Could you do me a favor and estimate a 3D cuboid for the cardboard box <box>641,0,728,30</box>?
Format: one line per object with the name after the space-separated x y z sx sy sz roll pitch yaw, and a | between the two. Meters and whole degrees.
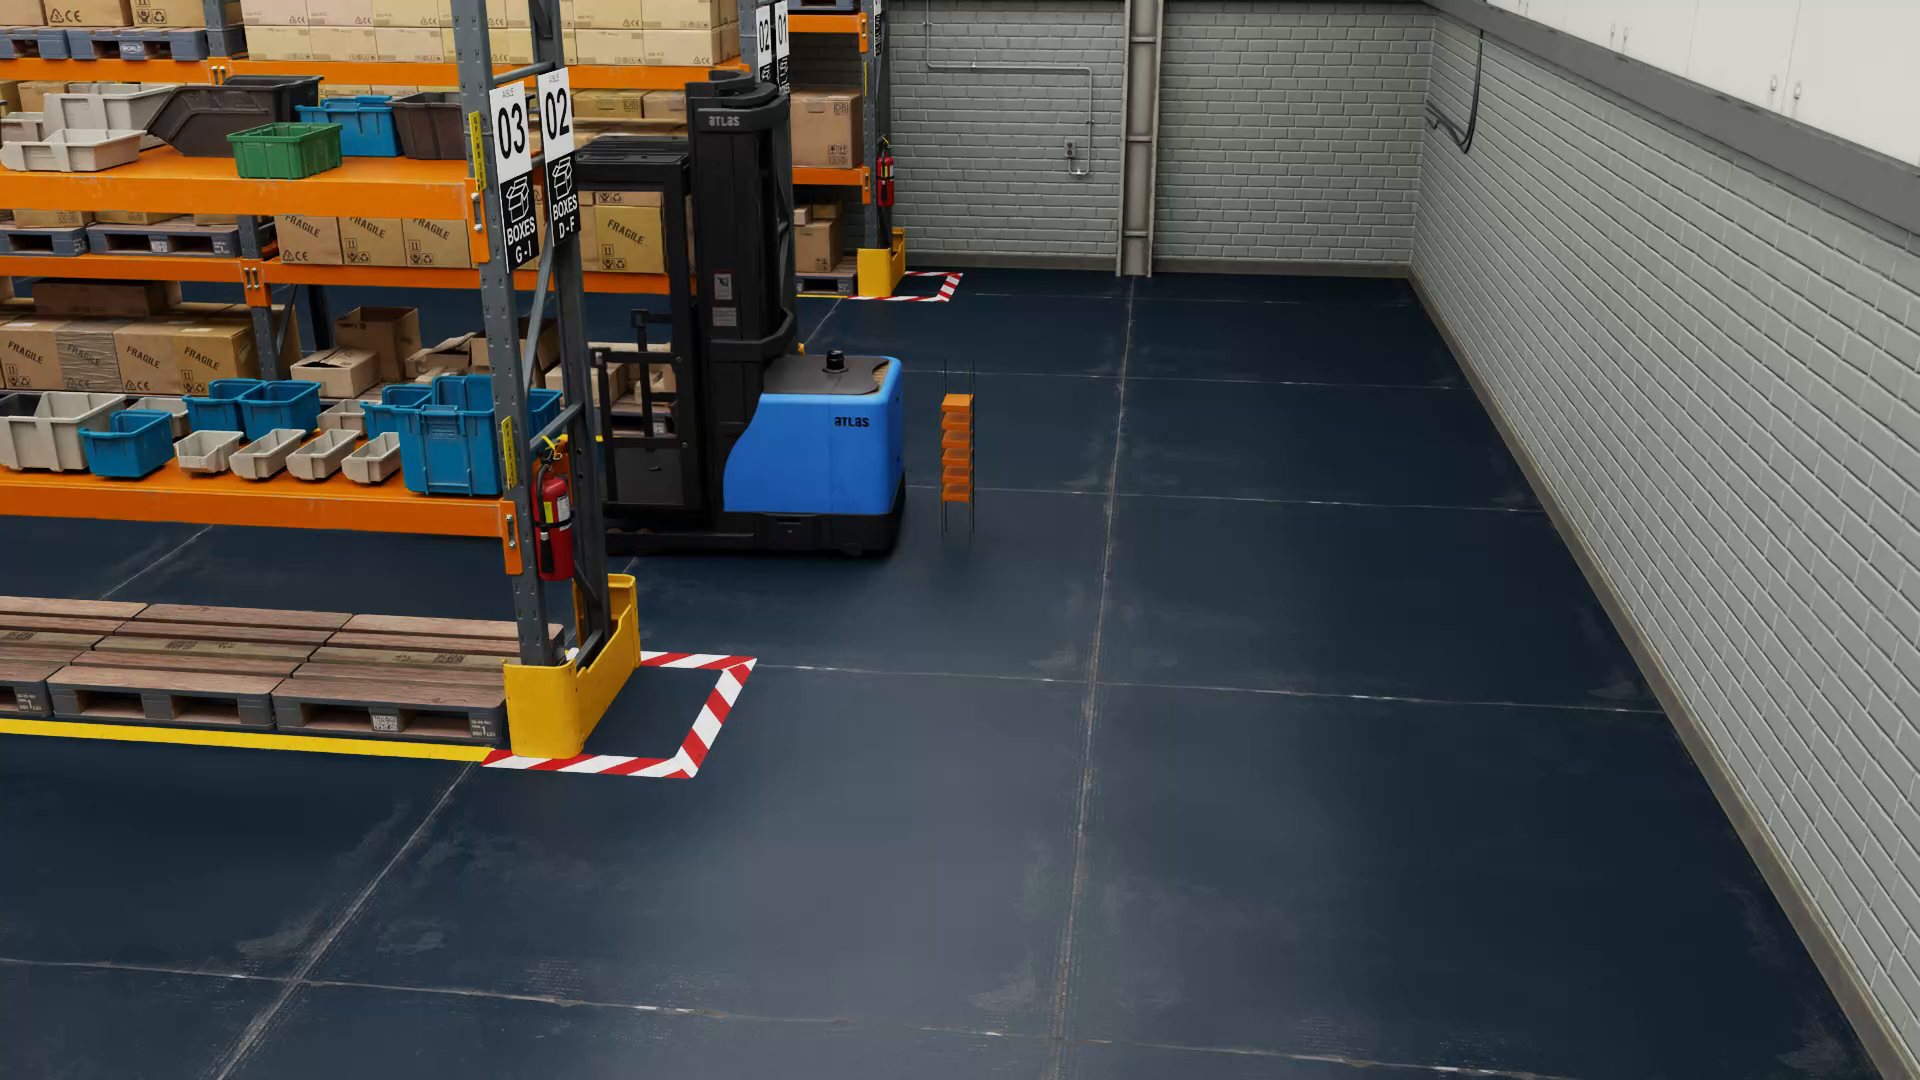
-1.978 -3.822 11.971 0.500 0.250 0.500 2 22 6 | cardboard box

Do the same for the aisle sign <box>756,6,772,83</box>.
-1.406 -3.429 11.998 0.004 0.787 0.394 2 22 6 | aisle sign

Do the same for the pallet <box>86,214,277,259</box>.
-6.190 -2.493 13.428 1.213 0.211 1.003 2 22 6 | pallet

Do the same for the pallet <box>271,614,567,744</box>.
-2.839 0.720 8.831 1.213 0.211 1.003 2 22 6 | pallet

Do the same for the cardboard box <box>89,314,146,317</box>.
-6.888 -1.704 13.971 0.500 0.500 0.500 3 22 7 | cardboard box

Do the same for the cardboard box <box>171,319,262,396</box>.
-5.933 -1.467 13.372 0.500 0.500 0.500 2 22 6 | cardboard box

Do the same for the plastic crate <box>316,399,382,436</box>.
-3.213 -0.636 8.747 0.298 0.136 0.250 2 22 6 | plastic crate

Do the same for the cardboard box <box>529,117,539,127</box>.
-3.368 -3.027 13.021 0.500 0.500 0.500 2 22 6 | cardboard box

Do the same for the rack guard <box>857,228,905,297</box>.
-0.834 -2.980 17.799 0.348 0.500 1.175 2 22 6 | rack guard

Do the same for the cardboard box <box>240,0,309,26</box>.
-4.956 -3.954 12.306 0.500 0.250 0.500 2 22 6 | cardboard box

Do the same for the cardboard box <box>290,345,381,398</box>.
-5.018 -1.365 13.372 0.500 0.311 0.500 2 22 6 | cardboard box

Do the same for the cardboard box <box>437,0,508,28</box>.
-3.468 -3.886 12.133 0.500 0.250 0.500 2 22 6 | cardboard box

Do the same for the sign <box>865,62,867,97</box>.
-0.936 -4.595 16.586 0.005 0.325 0.100 2 22 6 | sign

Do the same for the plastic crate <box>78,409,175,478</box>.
-4.094 -0.472 8.200 0.300 0.233 0.416 2 22 6 | plastic crate

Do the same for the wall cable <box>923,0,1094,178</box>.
0.525 -4.906 17.888 1.851 1.984 0.084 2 22 6 | wall cable

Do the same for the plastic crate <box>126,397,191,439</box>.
-4.232 -0.640 8.755 0.466 0.136 0.293 2 22 6 | plastic crate

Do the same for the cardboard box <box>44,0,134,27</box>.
-6.568 -4.261 12.714 0.600 0.600 0.600 2 22 6 | cardboard box

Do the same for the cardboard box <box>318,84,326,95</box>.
-6.844 -4.856 17.555 0.500 0.250 0.500 2 22 5 | cardboard box

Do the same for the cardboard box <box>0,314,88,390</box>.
-7.427 -1.535 13.543 0.500 0.500 0.500 2 22 4 | cardboard box

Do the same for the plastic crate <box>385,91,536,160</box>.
-2.374 -1.979 7.965 0.590 0.269 0.497 2 22 6 | plastic crate

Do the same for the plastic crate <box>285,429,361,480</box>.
-3.141 -0.419 8.197 0.243 0.136 0.396 2 22 6 | plastic crate

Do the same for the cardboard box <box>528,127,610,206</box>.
-2.929 -2.808 12.466 0.500 0.500 0.500 3 22 8 | cardboard box

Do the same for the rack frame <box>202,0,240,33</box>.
-5.410 -5.298 12.101 0.127 3.000 1.000 2 22 6 | rack frame

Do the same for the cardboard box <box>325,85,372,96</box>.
-6.338 -4.834 17.500 0.500 0.250 0.500 3 22 7 | cardboard box

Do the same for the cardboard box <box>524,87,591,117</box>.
-4.294 -4.427 17.650 0.700 0.700 0.980 3 22 7 | cardboard box

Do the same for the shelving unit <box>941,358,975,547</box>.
-0.014 -0.559 10.721 0.189 1.200 0.258 2 22 6 | shelving unit

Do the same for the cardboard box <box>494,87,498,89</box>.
-5.257 -4.975 17.856 0.500 0.250 0.500 3 22 8 | cardboard box

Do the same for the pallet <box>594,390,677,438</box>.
-2.305 -1.076 13.374 1.213 0.211 1.003 2 22 6 | pallet

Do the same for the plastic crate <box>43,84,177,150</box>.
-4.189 -2.075 8.190 0.530 0.282 0.437 2 22 6 | plastic crate

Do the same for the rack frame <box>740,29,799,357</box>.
-1.437 -2.335 12.766 0.127 3.000 1.000 2 22 6 | rack frame

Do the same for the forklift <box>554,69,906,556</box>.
-1.915 -1.457 10.639 3.031 2.935 1.130 1 22 4 | forklift

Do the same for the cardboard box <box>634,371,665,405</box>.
-2.398 -1.206 13.166 0.250 0.166 0.380 2 22 6 | cardboard box

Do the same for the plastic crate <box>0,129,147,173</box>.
-4.105 -1.798 7.686 0.530 0.136 0.437 2 22 6 | plastic crate

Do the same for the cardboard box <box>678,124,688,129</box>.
-1.847 -2.962 12.856 0.500 0.500 0.500 3 22 8 | cardboard box

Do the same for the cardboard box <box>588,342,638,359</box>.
-2.937 -1.431 13.622 0.500 0.250 0.500 2 22 6 | cardboard box

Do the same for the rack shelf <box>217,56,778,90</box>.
-3.424 -3.482 12.566 4.000 0.370 1.077 2 22 6 | rack shelf

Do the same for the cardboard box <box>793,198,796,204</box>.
-1.921 -3.561 17.815 0.250 0.149 0.380 3 22 6 | cardboard box

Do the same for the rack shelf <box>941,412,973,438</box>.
-0.014 -0.740 10.649 0.180 0.103 0.258 2 22 6 | rack shelf

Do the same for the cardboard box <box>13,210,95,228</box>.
-7.171 -2.804 13.245 0.500 0.500 0.700 -3 22 -7 | cardboard box

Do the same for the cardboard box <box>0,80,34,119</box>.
-10.510 -4.804 18.276 0.500 0.500 0.700 2 22 6 | cardboard box

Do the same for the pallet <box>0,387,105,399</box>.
-7.437 -1.285 13.902 1.213 0.211 1.003 2 22 6 | pallet

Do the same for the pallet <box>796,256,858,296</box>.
-1.661 -2.853 17.870 1.213 0.211 1.003 2 22 6 | pallet

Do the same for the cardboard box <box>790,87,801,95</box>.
-2.090 -4.329 17.402 0.700 0.700 0.980 2 22 6 | cardboard box

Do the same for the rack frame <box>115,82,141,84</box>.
-8.803 -4.490 18.217 0.127 3.000 1.000 2 22 6 | rack frame

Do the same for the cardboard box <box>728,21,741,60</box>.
-1.918 -3.775 12.534 0.500 0.250 0.500 2 22 6 | cardboard box

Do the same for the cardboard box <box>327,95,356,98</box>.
-6.324 -4.482 17.630 0.500 0.500 0.500 3 22 6 | cardboard box

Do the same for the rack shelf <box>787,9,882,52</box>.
-2.844 -5.291 17.141 4.000 0.370 1.077 2 22 6 | rack shelf

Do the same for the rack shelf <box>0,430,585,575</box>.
-4.010 -0.279 8.544 4.000 0.370 1.077 2 22 6 | rack shelf

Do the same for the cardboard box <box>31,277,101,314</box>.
-7.353 -2.074 13.887 0.500 0.250 0.500 2 22 5 | cardboard box

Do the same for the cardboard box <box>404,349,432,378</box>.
-4.431 -1.472 13.861 0.250 0.149 0.380 2 22 6 | cardboard box

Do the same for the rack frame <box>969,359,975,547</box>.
0.076 -0.555 10.711 0.006 1.200 0.240 2 22 6 | rack frame

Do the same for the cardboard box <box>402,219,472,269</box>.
-3.930 -2.390 12.768 0.500 0.500 0.500 2 22 6 | cardboard box

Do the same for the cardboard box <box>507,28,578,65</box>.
-2.972 -3.629 12.163 0.500 0.250 0.500 2 22 6 | cardboard box

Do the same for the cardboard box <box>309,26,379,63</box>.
-4.460 -3.699 12.340 0.500 0.250 0.500 2 22 6 | cardboard box

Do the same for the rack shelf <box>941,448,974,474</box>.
-0.014 -0.517 10.737 0.180 0.103 0.258 2 22 6 | rack shelf

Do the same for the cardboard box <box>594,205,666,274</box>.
-2.430 -2.323 12.599 0.500 0.500 0.500 3 22 7 | cardboard box

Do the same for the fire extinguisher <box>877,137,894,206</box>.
-0.763 -3.759 16.982 0.183 0.674 0.296 2 22 6 | fire extinguisher
